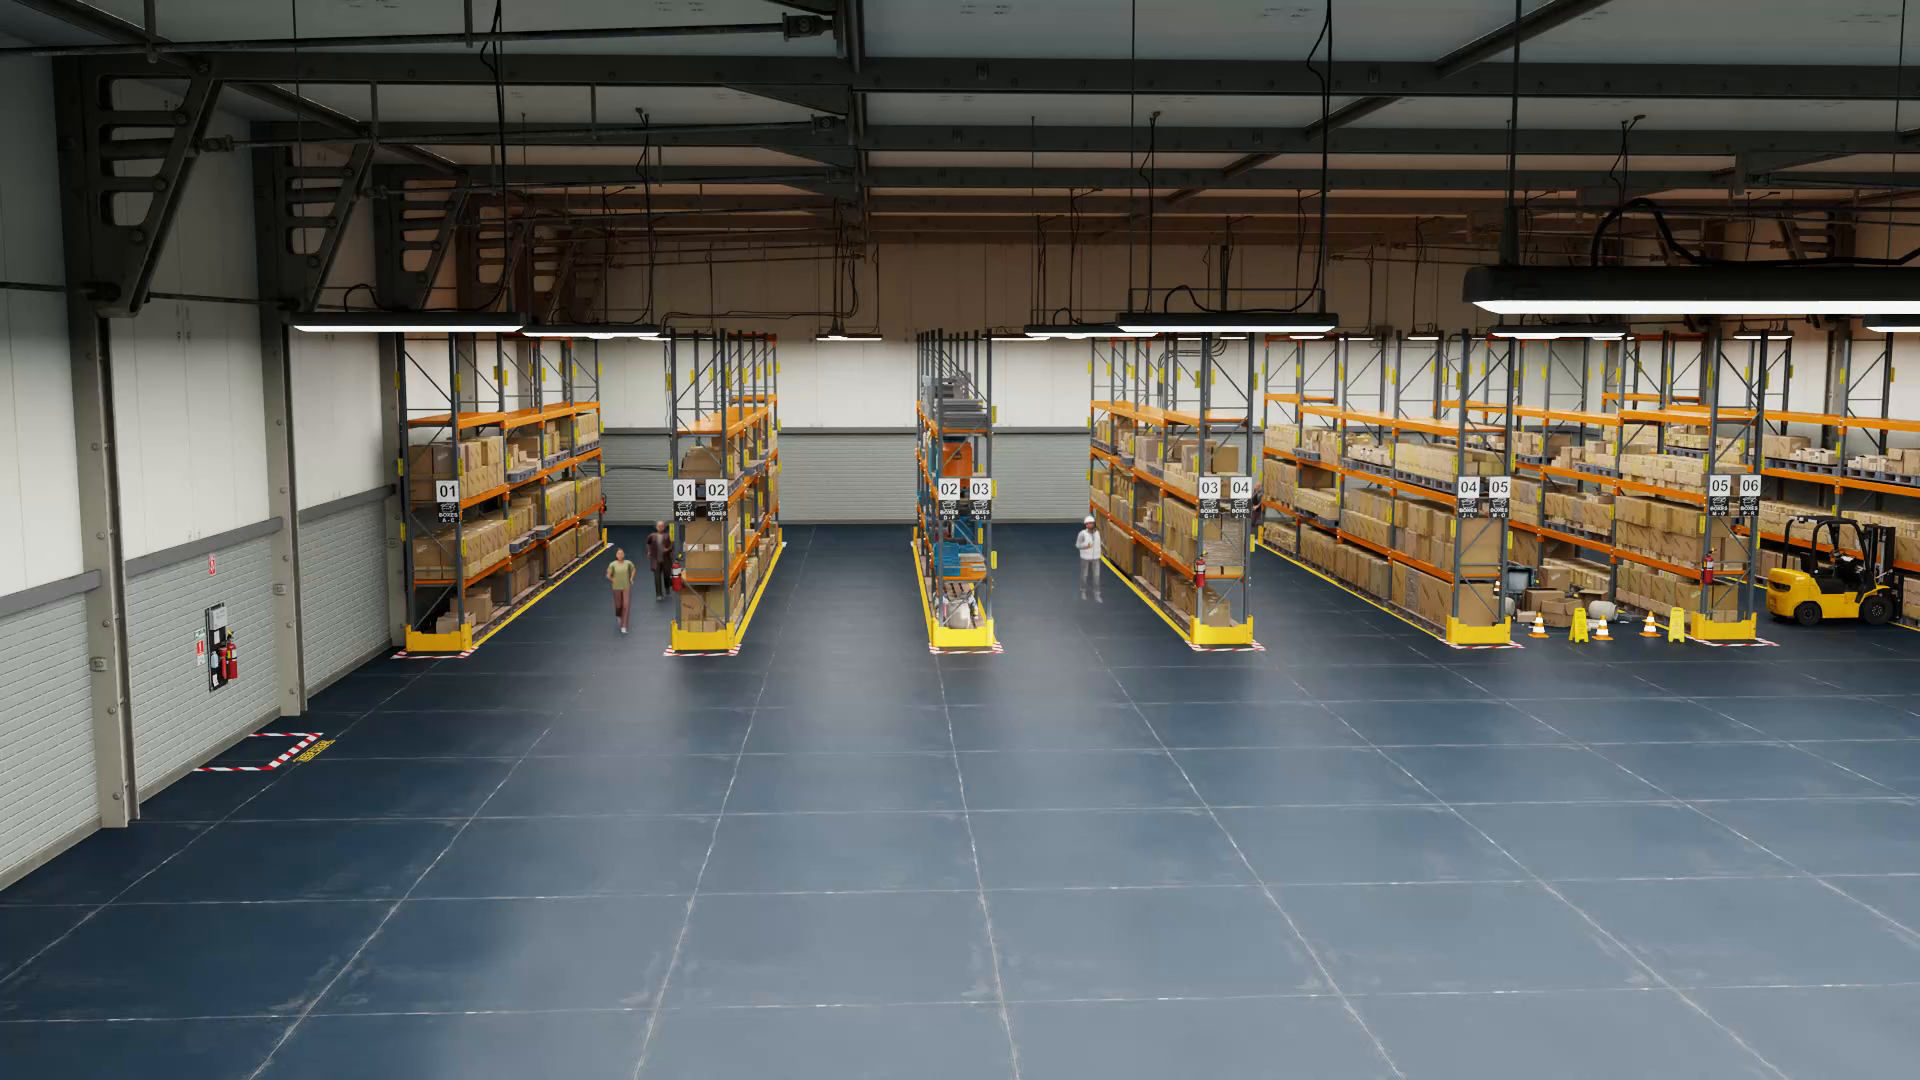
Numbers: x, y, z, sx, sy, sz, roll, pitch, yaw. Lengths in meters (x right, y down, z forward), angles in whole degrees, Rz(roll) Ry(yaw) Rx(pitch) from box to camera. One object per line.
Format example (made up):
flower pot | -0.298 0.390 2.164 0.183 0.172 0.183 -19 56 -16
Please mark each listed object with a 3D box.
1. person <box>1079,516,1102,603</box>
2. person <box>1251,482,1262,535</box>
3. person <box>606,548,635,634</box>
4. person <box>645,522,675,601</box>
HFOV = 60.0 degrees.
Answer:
person | 2.776 0.406 35.089 0.518 1.817 0.882 -2 7 -16
person | 8.746 -0.874 49.005 0.697 1.669 0.702 -3 7 -24
person | -6.772 0.987 33.261 0.579 1.672 0.922 -2 7 -14
person | -6.696 0.462 37.228 0.719 1.752 0.980 -1 7 -5
